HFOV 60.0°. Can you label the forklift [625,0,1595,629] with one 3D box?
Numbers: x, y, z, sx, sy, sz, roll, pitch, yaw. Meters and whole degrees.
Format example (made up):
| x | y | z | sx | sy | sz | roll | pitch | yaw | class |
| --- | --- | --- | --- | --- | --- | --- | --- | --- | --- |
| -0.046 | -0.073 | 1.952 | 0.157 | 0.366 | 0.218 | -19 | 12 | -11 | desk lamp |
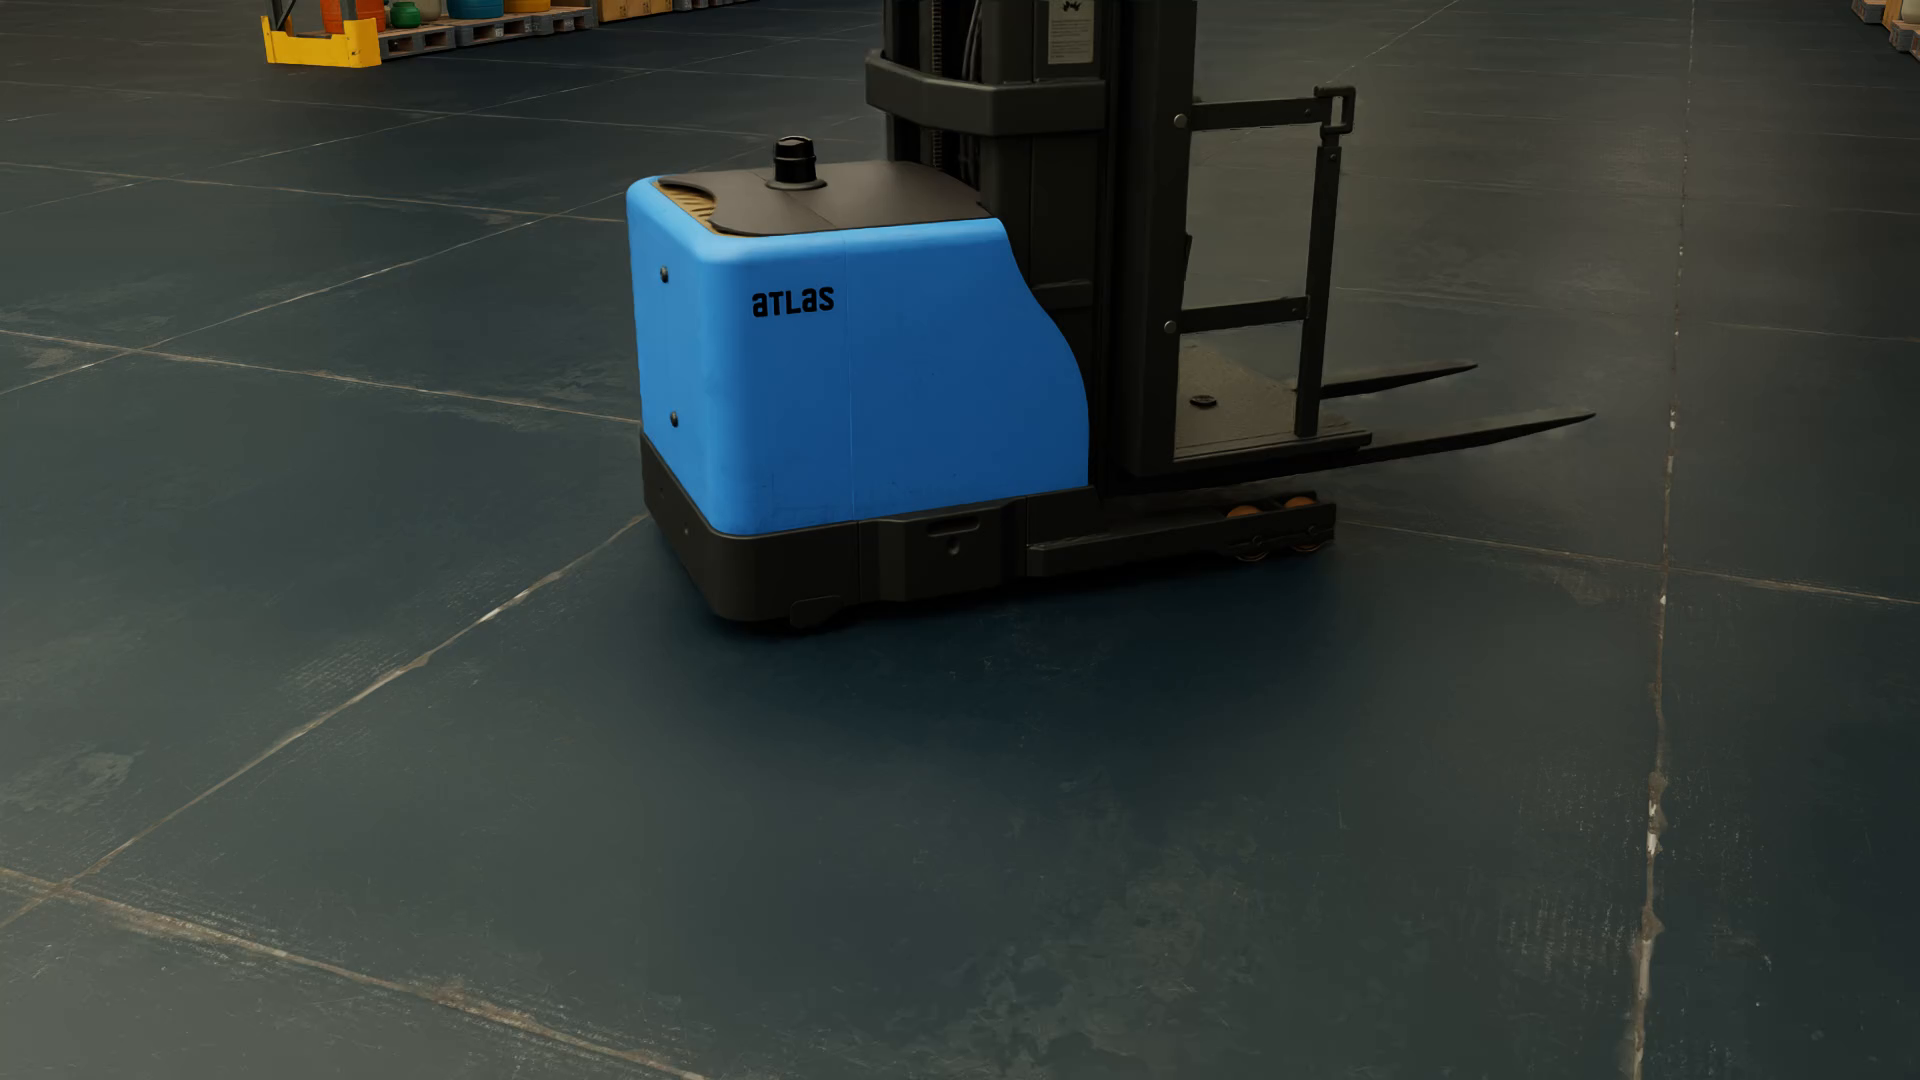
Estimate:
| x | y | z | sx | sy | sz | roll | pitch | yaw | class |
| --- | --- | --- | --- | --- | --- | --- | --- | --- | --- |
| 0.584 | -1.465 | 4.796 | 3.031 | 2.935 | 1.130 | -9 | 24 | -20 | forklift |
